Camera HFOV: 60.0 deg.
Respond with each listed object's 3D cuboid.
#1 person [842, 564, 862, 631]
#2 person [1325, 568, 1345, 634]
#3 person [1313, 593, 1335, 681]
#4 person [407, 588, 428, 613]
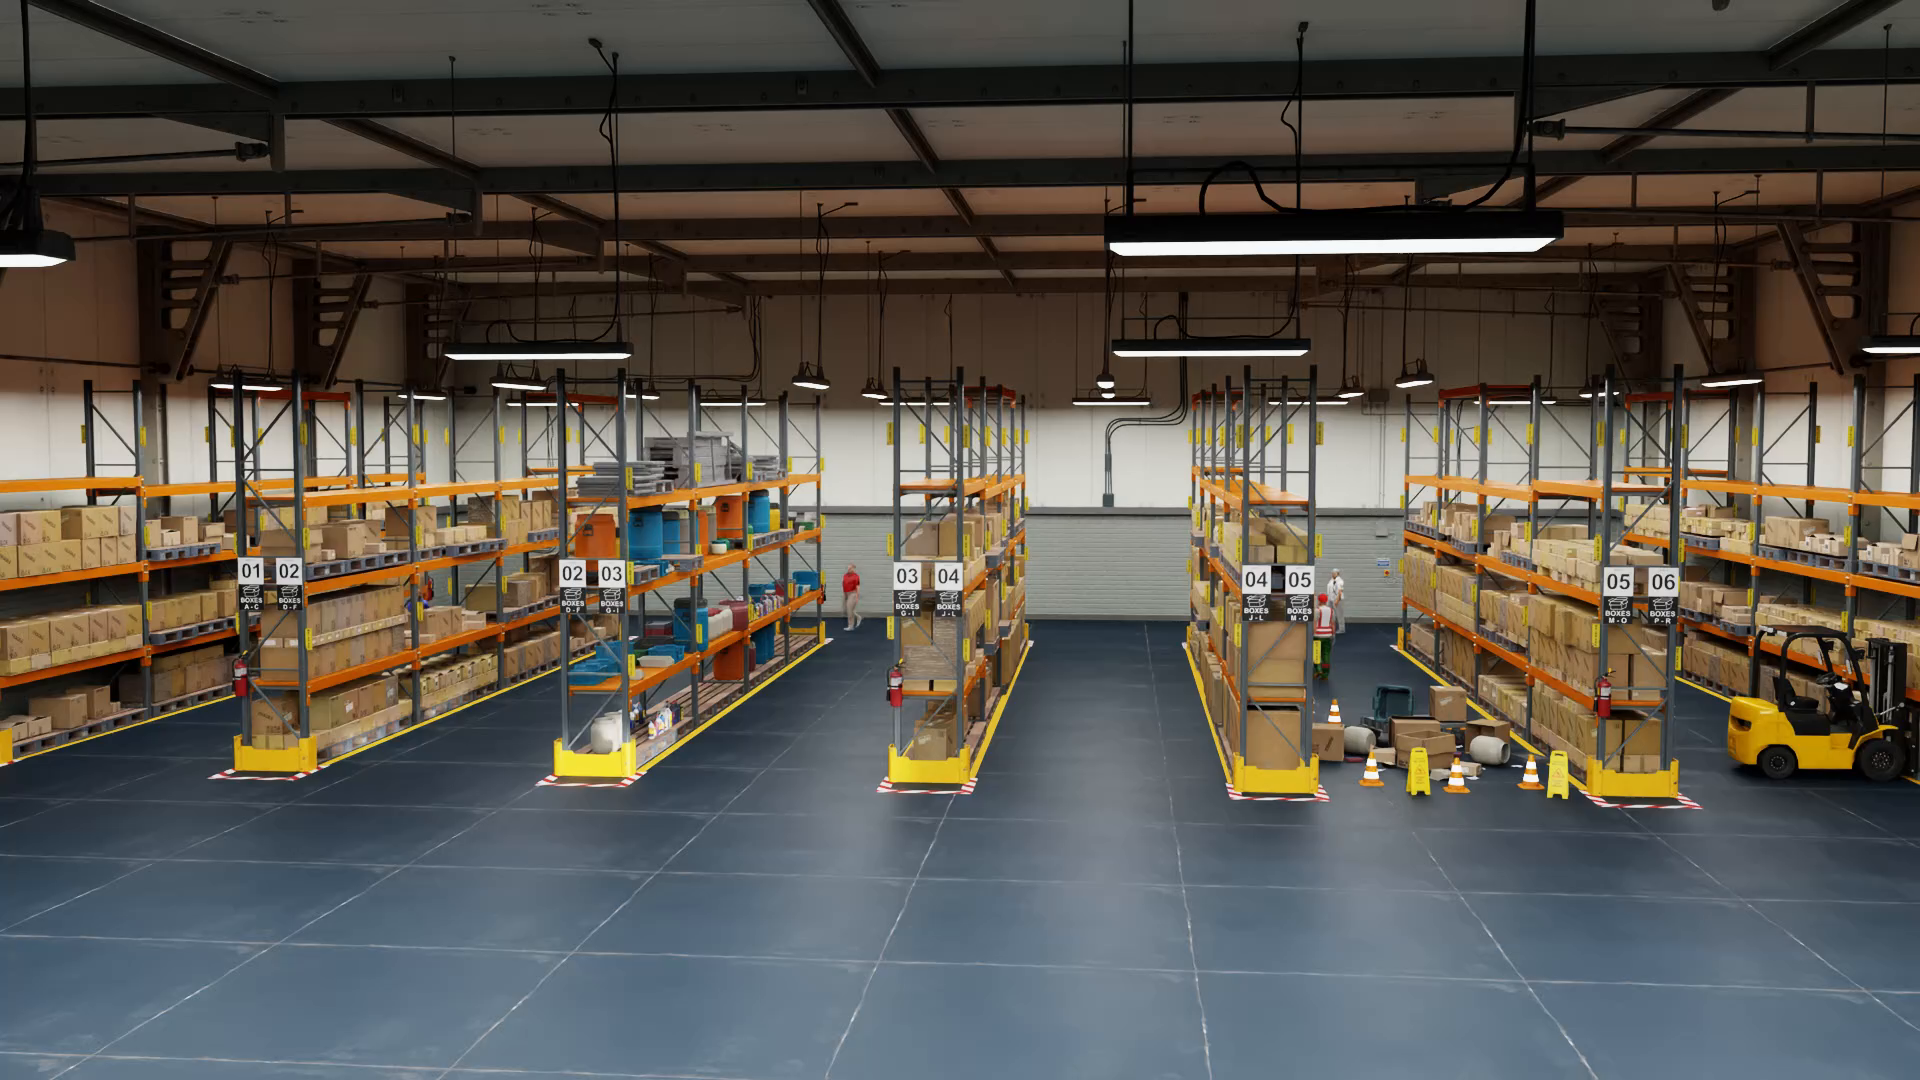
[{"bbox_3d":[-2.780,1.464,42.886,0.648,1.707,0.531,-3,4,-36],"label":"person"},{"bbox_3d":[9.496,1.582,42.119,0.532,1.736,0.530,-2,4,-26],"label":"person"},{"bbox_3d":[7.431,1.992,34.058,0.602,1.791,0.467,-1,4,-20],"label":"person"},{"bbox_3d":[-12.123,1.877,37.222,0.417,1.580,1.045,0,4,5],"label":"person"}]
